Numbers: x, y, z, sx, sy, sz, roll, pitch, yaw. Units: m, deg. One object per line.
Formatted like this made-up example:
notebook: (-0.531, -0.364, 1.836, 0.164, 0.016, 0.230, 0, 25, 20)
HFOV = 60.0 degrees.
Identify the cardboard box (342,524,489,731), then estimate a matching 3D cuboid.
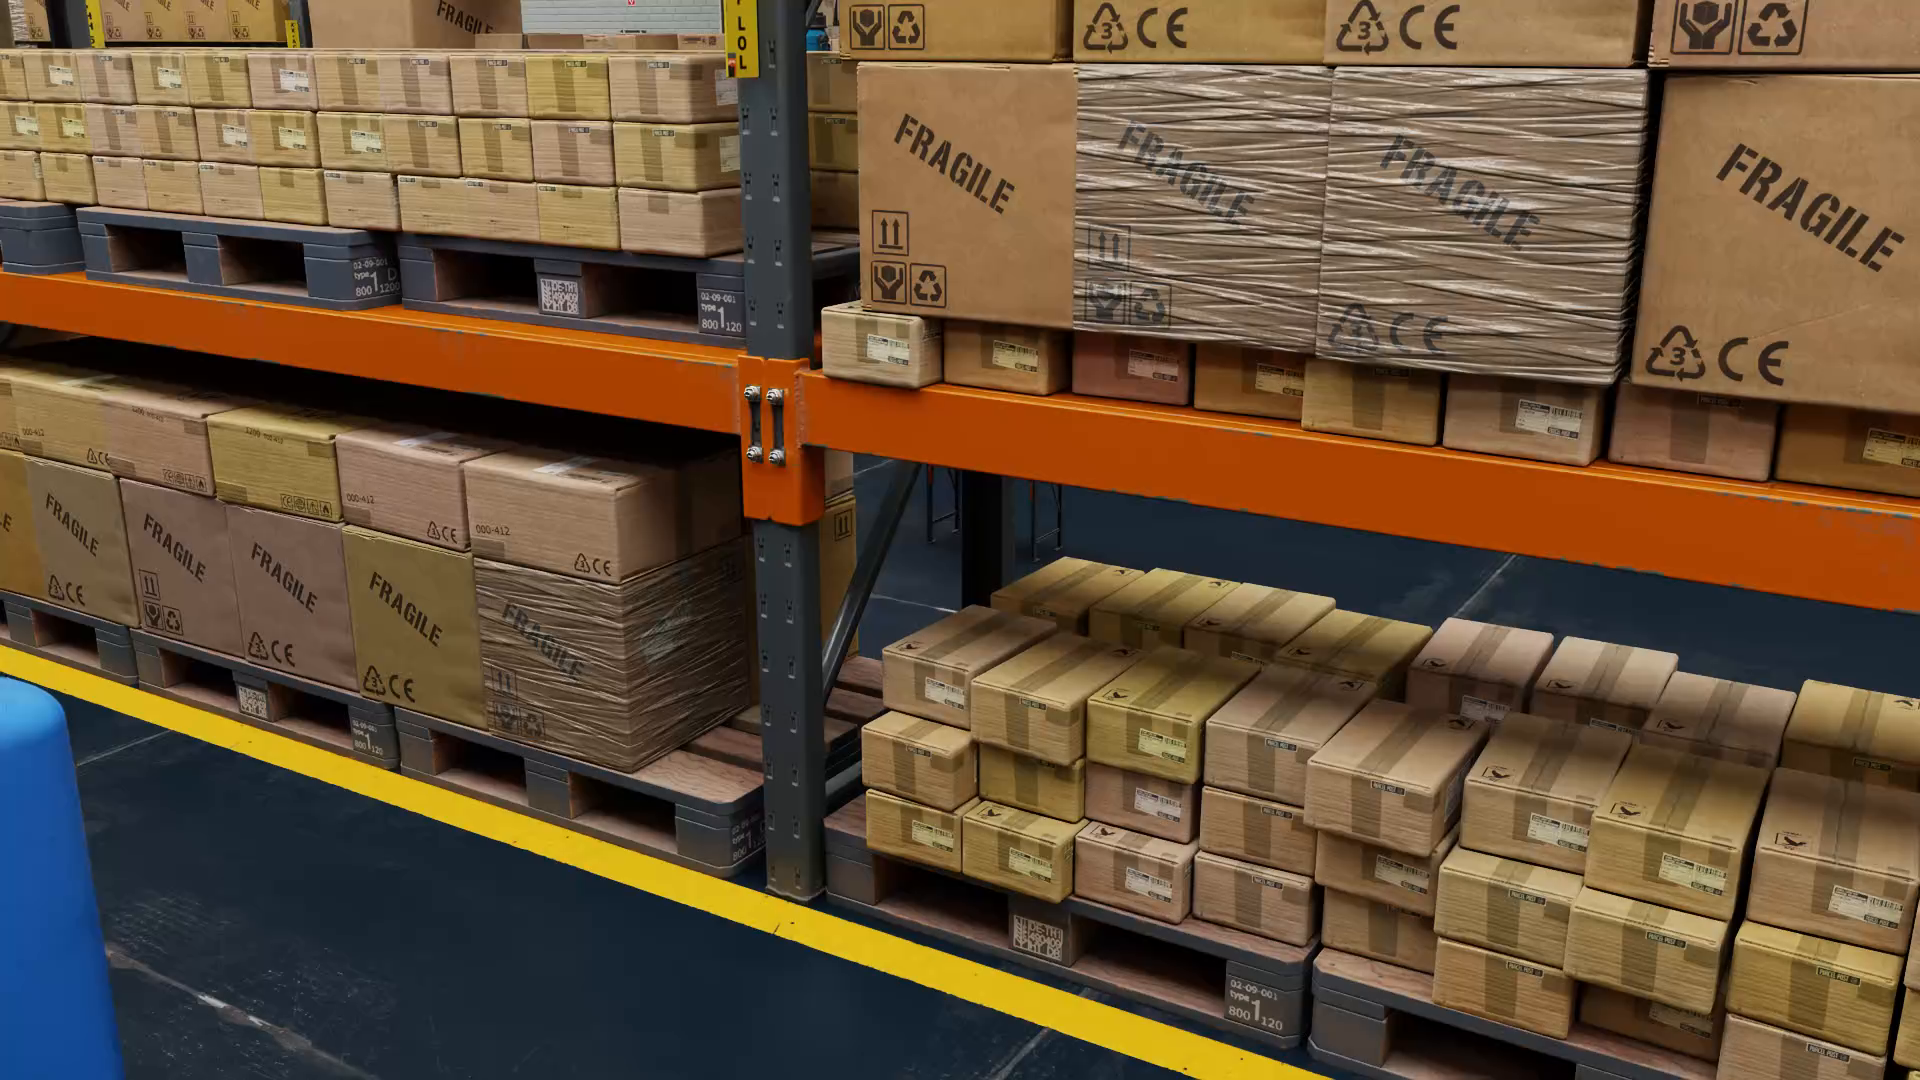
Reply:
cardboard box: (-1.358, 0.177, 4.715, 0.500, 0.500, 0.500, 10, 19, 29)

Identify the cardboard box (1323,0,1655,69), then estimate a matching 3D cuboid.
cardboard box: (0.962, -1.070, 2.838, 0.500, 0.500, 0.500, 10, 20, 31)

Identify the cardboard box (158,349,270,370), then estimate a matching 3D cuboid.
cardboard box: (-2.411, -0.548, 5.814, 0.500, 0.250, 0.500, 10, 20, 31)

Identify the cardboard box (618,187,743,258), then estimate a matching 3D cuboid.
cardboard box: (-0.600, -0.782, 4.003, 0.250, 0.149, 0.380, 10, 19, 29)

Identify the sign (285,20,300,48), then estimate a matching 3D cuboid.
sign: (-4.571, -3.398, 11.417, 0.005, 0.325, 0.100, 10, 20, 30)

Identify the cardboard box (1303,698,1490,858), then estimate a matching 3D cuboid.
cardboard box: (0.880, 0.469, 3.337, 0.250, 0.149, 0.380, 11, 20, 31)

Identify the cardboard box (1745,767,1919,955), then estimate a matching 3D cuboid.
cardboard box: (1.583, 0.570, 3.004, 0.250, 0.149, 0.380, 9, 19, 28)

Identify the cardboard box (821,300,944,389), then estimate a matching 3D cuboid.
cardboard box: (-0.088, -0.445, 3.618, 0.250, 0.149, 0.380, 11, 20, 32)

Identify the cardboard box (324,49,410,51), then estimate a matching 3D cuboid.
cardboard box: (-1.808, -1.505, 5.361, 0.250, 0.149, 0.380, 11, 20, 33)

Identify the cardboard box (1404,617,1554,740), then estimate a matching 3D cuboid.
cardboard box: (1.195, 0.321, 3.823, 0.250, 0.149, 0.380, 9, 19, 27)

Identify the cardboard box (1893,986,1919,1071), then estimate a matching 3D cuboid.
cardboard box: (1.759, 0.776, 2.836, 0.250, 0.149, 0.380, 10, 20, 31)

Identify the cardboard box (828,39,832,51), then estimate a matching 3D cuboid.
cardboard box: (-1.640, -6.309, 21.202, 0.250, 0.149, 0.380, 10, 19, 29)

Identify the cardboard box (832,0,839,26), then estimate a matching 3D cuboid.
cardboard box: (-0.270, -2.924, 9.447, 0.637, 0.503, 0.797, 11, 20, 32)

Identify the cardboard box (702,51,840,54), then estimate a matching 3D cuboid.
cardboard box: (-0.494, -1.270, 4.586, 0.250, 0.149, 0.380, 11, 20, 32)

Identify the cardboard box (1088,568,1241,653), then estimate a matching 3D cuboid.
cardboard box: (0.520, 0.208, 4.195, 0.250, 0.149, 0.380, 10, 20, 31)

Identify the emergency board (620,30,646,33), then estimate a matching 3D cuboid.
emergency board: (-6.074, -8.814, 30.736, 0.643, 1.169, 0.194, 10, 20, 30)

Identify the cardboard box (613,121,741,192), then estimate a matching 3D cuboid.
cardboard box: (-0.601, -0.924, 3.961, 0.250, 0.149, 0.380, 11, 20, 32)

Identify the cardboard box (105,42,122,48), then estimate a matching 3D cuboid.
cardboard box: (-6.355, -3.694, 13.199, 0.500, 0.500, 0.875, 10, 20, 30)

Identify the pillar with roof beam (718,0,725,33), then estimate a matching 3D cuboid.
pillar with roof beam: (-6.241, -10.233, 25.086, 0.400, 9.000, 9.100, 10, 20, 30)

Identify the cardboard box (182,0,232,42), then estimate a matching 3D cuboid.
cardboard box: (-5.248, -3.864, 12.037, 0.500, 0.500, 0.500, 10, 20, 30)

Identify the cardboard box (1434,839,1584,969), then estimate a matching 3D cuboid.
cardboard box: (1.105, 0.654, 3.239, 0.250, 0.149, 0.380, 10, 20, 30)

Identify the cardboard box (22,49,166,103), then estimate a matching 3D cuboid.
cardboard box: (-2.612, -1.426, 5.101, 0.250, 0.149, 0.380, 9, 19, 28)

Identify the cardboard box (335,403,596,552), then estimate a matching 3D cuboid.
cardboard box: (-1.356, -0.185, 4.618, 0.500, 0.250, 0.500, 11, 20, 33)

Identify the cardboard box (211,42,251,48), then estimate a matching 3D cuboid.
cardboard box: (-5.052, -3.478, 12.487, 0.500, 0.500, 0.875, 10, 20, 30)

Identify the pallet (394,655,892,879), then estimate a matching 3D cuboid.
pallet: (-0.822, 0.527, 4.784, 1.213, 0.211, 1.003, 10, 20, 30)

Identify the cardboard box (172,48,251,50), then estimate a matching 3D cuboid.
cardboard box: (-2.473, -1.624, 5.752, 0.250, 0.149, 0.380, 11, 20, 32)

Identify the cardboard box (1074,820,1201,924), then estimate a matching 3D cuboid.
cardboard box: (0.450, 0.674, 3.684, 0.250, 0.149, 0.380, 10, 20, 30)

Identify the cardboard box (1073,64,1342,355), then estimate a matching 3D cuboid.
cardboard box: (0.557, -0.668, 3.237, 0.500, 0.500, 0.500, 10, 20, 30)

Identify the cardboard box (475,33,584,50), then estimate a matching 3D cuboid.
cardboard box: (-2.768, -3.129, 11.121, 0.637, 0.503, 0.797, 13, 21, 36)

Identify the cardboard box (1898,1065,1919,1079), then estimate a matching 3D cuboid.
cardboard box: (1.773, 0.921, 2.872, 0.250, 0.149, 0.380, 9, 19, 28)

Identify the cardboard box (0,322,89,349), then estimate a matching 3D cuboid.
cardboard box: (-4.038, -0.537, 6.637, 0.750, 0.750, 1.050, 10, 19, 29)

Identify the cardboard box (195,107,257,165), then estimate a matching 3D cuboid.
cardboard box: (-1.930, -1.162, 4.744, 0.250, 0.149, 0.380, 11, 20, 32)

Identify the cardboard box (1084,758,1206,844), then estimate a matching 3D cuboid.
cardboard box: (0.472, 0.510, 3.711, 0.250, 0.149, 0.380, 10, 20, 30)

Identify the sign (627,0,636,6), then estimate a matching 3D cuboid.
sign: (-6.029, -9.949, 30.484, 0.199, 0.298, 0.001, 10, 20, 30)

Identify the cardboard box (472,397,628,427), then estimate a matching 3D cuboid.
cardboard box: (-1.105, -0.311, 5.033, 0.500, 0.250, 0.500, 11, 20, 32)

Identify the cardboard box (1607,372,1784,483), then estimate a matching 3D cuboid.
cardboard box: (1.312, -0.228, 2.902, 0.250, 0.149, 0.380, 11, 20, 32)

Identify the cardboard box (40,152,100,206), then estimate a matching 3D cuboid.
cardboard box: (-2.602, -1.138, 5.177, 0.250, 0.149, 0.380, 11, 20, 33)

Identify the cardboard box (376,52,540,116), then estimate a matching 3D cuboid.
cardboard box: (-1.275, -1.188, 4.317, 0.250, 0.149, 0.380, 10, 20, 30)

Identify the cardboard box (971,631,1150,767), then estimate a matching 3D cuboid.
cardboard box: (0.231, 0.349, 3.729, 0.250, 0.149, 0.380, 11, 20, 33)

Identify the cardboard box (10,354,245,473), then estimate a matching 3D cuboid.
cardboard box: (-2.674, -0.420, 5.390, 0.500, 0.250, 0.500, 10, 19, 29)

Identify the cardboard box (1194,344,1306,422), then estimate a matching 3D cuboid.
cardboard box: (0.654, -0.354, 3.318, 0.250, 0.149, 0.380, 9, 19, 28)

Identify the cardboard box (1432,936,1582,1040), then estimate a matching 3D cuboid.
cardboard box: (1.111, 0.796, 3.282, 0.250, 0.149, 0.380, 10, 19, 29)

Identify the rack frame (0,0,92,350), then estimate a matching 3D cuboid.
rack frame: (-3.567, -1.298, 5.993, 0.127, 3.000, 1.000, 10, 20, 30)

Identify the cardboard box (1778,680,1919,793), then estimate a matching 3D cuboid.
cardboard box: (1.850, 0.438, 3.436, 0.250, 0.149, 0.380, 10, 20, 31)

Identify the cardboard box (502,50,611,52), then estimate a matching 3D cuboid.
cardboard box: (-1.141, -1.387, 4.971, 0.250, 0.149, 0.380, 10, 20, 30)

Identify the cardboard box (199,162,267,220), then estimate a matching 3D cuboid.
cardboard box: (-1.939, -1.019, 4.786, 0.250, 0.149, 0.380, 9, 19, 28)

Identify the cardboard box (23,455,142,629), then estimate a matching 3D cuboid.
cardboard box: (-2.667, -0.056, 5.484, 0.500, 0.500, 0.500, 10, 20, 31)

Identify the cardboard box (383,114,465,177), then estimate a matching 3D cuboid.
cardboard box: (-1.271, -1.043, 4.351, 0.250, 0.149, 0.380, 9, 19, 28)

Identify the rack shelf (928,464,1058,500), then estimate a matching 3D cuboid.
rack shelf: (0.141, -0.295, 6.701, 0.480, 0.148, 0.258, 10, 20, 30)

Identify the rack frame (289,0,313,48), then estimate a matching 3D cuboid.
rack frame: (-4.293, -3.119, 11.989, 0.127, 3.000, 1.000, 10, 20, 30)

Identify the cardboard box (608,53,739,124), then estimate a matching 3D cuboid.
cardboard box: (-0.602, -1.068, 3.921, 0.250, 0.149, 0.380, 11, 20, 33)

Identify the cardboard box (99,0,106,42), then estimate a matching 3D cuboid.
cardboard box: (-6.527, -4.092, 12.786, 0.500, 0.500, 0.500, 10, 20, 30)

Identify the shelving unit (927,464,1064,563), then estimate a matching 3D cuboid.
shelving unit: (0.141, -0.549, 6.624, 0.503, 1.200, 0.258, 10, 20, 30)

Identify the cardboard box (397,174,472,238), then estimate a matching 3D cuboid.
cardboard box: (-1.247, -0.898, 4.385, 0.250, 0.149, 0.380, 9, 19, 27)

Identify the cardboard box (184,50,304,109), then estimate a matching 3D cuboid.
cardboard box: (-1.943, -1.307, 4.708, 0.250, 0.149, 0.380, 10, 19, 29)

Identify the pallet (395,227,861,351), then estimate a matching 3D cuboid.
pallet: (-0.733, -0.750, 4.519, 1.213, 0.211, 1.003, 10, 20, 30)

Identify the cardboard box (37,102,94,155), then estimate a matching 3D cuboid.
cardboard box: (-2.583, -1.279, 5.128, 0.250, 0.149, 0.380, 10, 20, 30)
